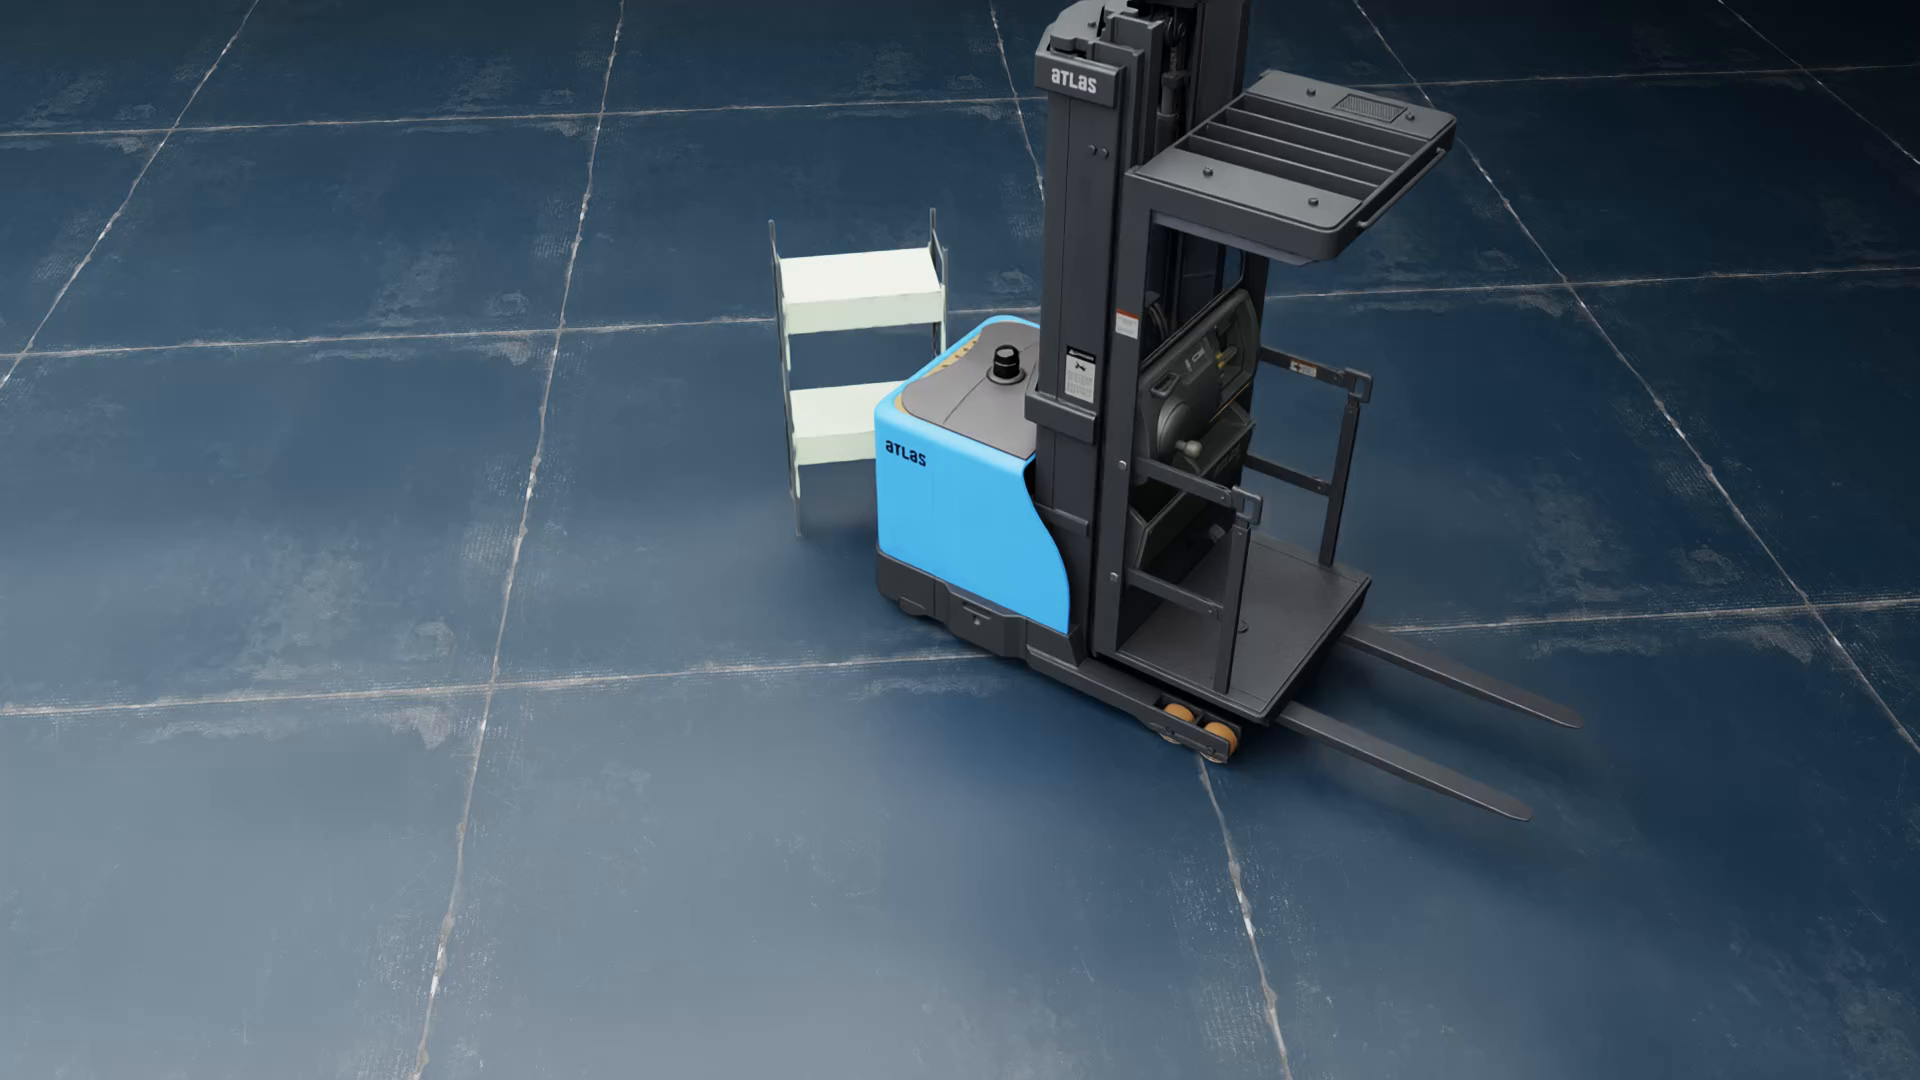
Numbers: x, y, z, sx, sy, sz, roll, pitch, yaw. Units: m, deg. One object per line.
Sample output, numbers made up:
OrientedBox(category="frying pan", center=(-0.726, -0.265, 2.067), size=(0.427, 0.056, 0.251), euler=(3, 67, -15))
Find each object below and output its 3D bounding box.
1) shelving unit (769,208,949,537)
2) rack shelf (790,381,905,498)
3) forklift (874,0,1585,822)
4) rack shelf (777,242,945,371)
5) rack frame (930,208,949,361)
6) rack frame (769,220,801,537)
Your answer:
OrientedBox(category="shelving unit", center=(-0.455, -0.763, 7.829), size=(0.755, 1.500, 0.431), euler=(-6, 39, -7))
OrientedBox(category="rack shelf", center=(-0.455, -0.507, 8.031), size=(0.720, 0.370, 0.431), euler=(-6, 39, -7))
OrientedBox(category="forklift", center=(1.118, -0.605, 6.472), size=(3.031, 2.935, 1.130), euler=(23, 44, 27))
OrientedBox(category="rack shelf", center=(-0.455, -1.070, 7.587), size=(0.720, 0.370, 0.431), euler=(-6, 39, -7))
OrientedBox(category="rack frame", center=(-0.093, -0.800, 7.875), size=(0.023, 1.500, 0.400), euler=(-6, 39, -7))
OrientedBox(category="rack frame", center=(-0.816, -0.727, 7.783), size=(0.023, 1.500, 0.400), euler=(-6, 39, -7))
